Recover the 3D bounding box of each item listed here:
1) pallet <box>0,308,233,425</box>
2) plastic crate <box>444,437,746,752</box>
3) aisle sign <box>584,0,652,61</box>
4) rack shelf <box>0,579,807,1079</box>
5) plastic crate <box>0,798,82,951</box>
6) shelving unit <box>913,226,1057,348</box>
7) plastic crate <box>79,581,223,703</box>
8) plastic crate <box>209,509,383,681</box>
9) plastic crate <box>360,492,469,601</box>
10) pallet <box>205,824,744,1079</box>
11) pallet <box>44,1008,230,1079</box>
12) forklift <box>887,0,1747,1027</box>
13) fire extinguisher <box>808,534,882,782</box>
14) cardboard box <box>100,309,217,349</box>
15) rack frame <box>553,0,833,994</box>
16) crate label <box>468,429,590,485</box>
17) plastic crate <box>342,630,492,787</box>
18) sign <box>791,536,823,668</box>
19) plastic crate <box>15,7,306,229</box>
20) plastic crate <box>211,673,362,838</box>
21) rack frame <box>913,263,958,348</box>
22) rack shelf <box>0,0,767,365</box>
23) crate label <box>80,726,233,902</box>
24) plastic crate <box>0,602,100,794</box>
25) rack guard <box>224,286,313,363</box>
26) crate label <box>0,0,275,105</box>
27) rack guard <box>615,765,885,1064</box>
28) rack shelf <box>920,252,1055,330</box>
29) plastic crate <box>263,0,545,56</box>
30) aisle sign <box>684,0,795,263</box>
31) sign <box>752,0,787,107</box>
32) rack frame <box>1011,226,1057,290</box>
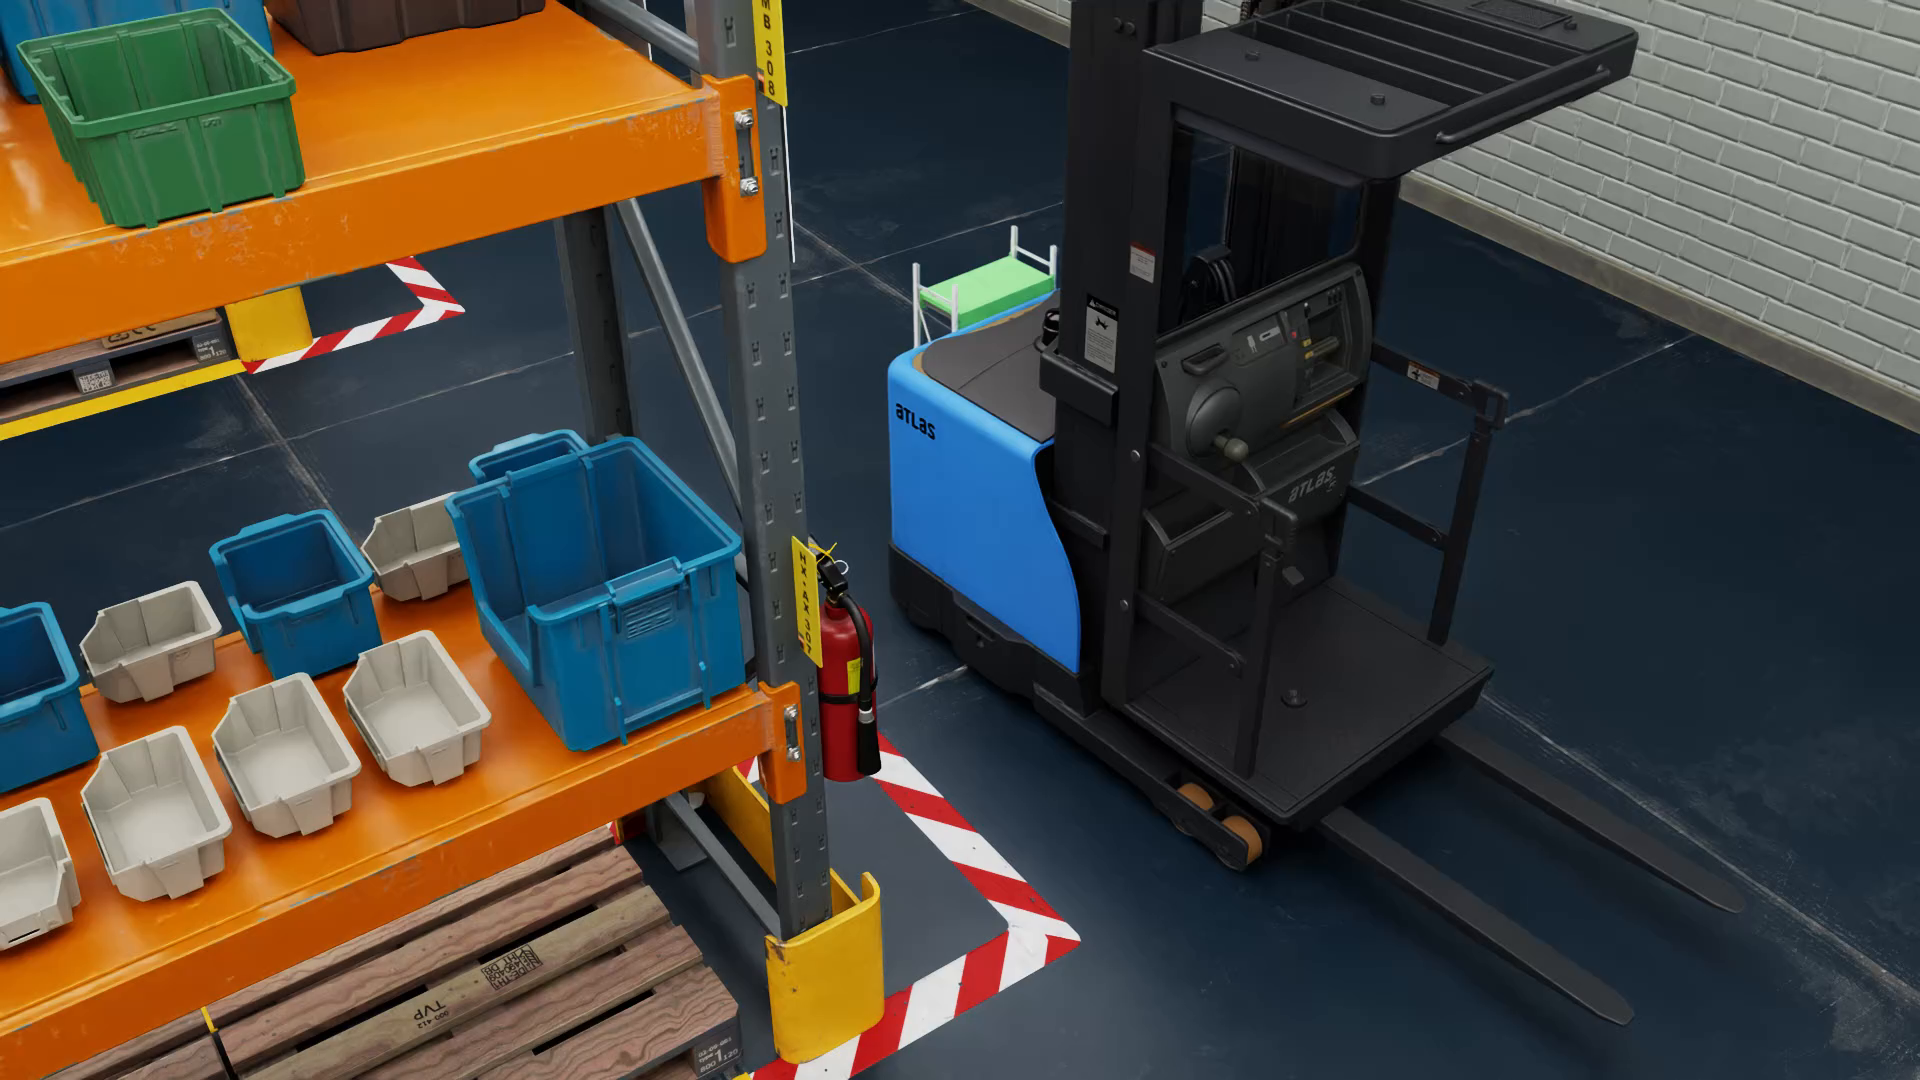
[{"bbox_3d":[-4.246,-0.984,7.938,1.213,0.211,1.003,-22,41,-28],"label":"pallet"},{"bbox_3d":[-0.849,0.118,3.935,0.499,0.435,0.616,-22,41,-28],"label":"plastic crate"},{"bbox_3d":[-0.795,-1.266,3.715,0.004,0.787,0.394,-22,41,-28],"label":"aisle sign"},{"bbox_3d":[-2.317,0.920,3.518,4.000,0.370,1.077,-22,41,-28],"label":"rack shelf"},{"bbox_3d":[-1.935,0.703,3.378,0.250,0.136,0.298,-22,41,-28],"label":"plastic crate"},{"bbox_3d":[0.095,-0.569,6.513,0.503,1.200,0.258,-27,44,-32],"label":"shelving unit"},{"bbox_3d":[-1.938,0.260,3.994,0.298,0.136,0.250,-22,41,-28],"label":"plastic crate"},{"bbox_3d":[-1.612,0.146,4.070,0.300,0.233,0.416,-22,41,-28],"label":"plastic crate"},{"bbox_3d":[-1.384,0.032,4.311,0.298,0.136,0.250,-22,41,-28],"label":"plastic crate"},{"bbox_3d":[-1.379,1.346,4.698,1.213,0.211,1.003,-22,41,-28],"label":"pallet"},{"bbox_3d":[-2.375,1.754,4.131,1.213,0.211,1.003,-22,41,-28],"label":"pallet"},{"bbox_3d":[1.073,-0.481,4.909,1.130,2.935,3.031,-27,44,-32],"label":"forklift"},{"bbox_3d":[-0.298,0.304,4.144,0.183,0.674,0.296,-22,41,-28],"label":"fire extinguisher"},{"bbox_3d":[-3.836,-1.274,7.716,0.500,0.500,0.500,-22,41,-28],"label":"cardboard box"},{"bbox_3d":[-0.683,-0.045,4.244,0.127,3.000,1.000,-22,41,-28],"label":"rack frame"},{"bbox_3d":[-1.074,-0.076,4.378,0.303,0.233,0.416,-22,41,-28],"label":"crate label"},{"bbox_3d":[-1.245,0.398,3.802,0.243,0.136,0.396,-22,41,-28],"label":"plastic crate"},{"bbox_3d":[-0.352,0.146,3.839,0.005,0.325,0.100,-22,41,-28],"label":"sign"},{"bbox_3d":[-1.324,-0.709,2.779,0.336,0.188,0.450,-22,41,-28],"label":"plastic crate"},{"bbox_3d":[-1.490,0.489,3.676,0.243,0.136,0.396,-22,41,-28],"label":"plastic crate"},{"bbox_3d":[-0.089,-0.475,6.383,0.015,1.200,0.240,-27,44,-32],"label":"rack frame"},{"bbox_3d":[-2.317,-0.298,2.643,4.000,0.370,1.077,-22,41,-28],"label":"rack shelf"},{"bbox_3d":[-1.704,0.594,3.529,0.243,0.136,0.396,-22,41,-28],"label":"crate label"},{"bbox_3d":[-2.150,0.367,3.762,0.300,0.233,0.416,-22,41,-28],"label":"plastic crate"},{"bbox_3d":[-3.595,-1.370,8.227,0.348,0.500,1.175,-22,41,-28],"label":"rack guard"},{"bbox_3d":[-1.623,-1.046,3.194,0.502,0.251,0.408,-22,41,-28],"label":"crate label"},{"bbox_3d":[-0.670,0.955,4.993,0.348,0.500,1.175,-22,41,-28],"label":"rack guard"},{"bbox_3d":[0.095,-0.906,6.270,0.480,0.148,0.258,-27,44,-32],"label":"rack shelf"},{"bbox_3d":[-1.158,-1.213,3.411,0.590,0.269,0.497,-22,41,-28],"label":"plastic crate"},{"bbox_3d":[-0.455,-0.985,3.324,0.004,0.787,0.394,-22,41,-28],"label":"aisle sign"},{"bbox_3d":[-0.352,-0.963,3.041,0.005,0.325,0.100,-22,41,-28],"label":"sign"},{"bbox_3d":[0.280,-0.662,6.642,0.015,1.200,0.240,-27,44,-32],"label":"rack frame"}]
